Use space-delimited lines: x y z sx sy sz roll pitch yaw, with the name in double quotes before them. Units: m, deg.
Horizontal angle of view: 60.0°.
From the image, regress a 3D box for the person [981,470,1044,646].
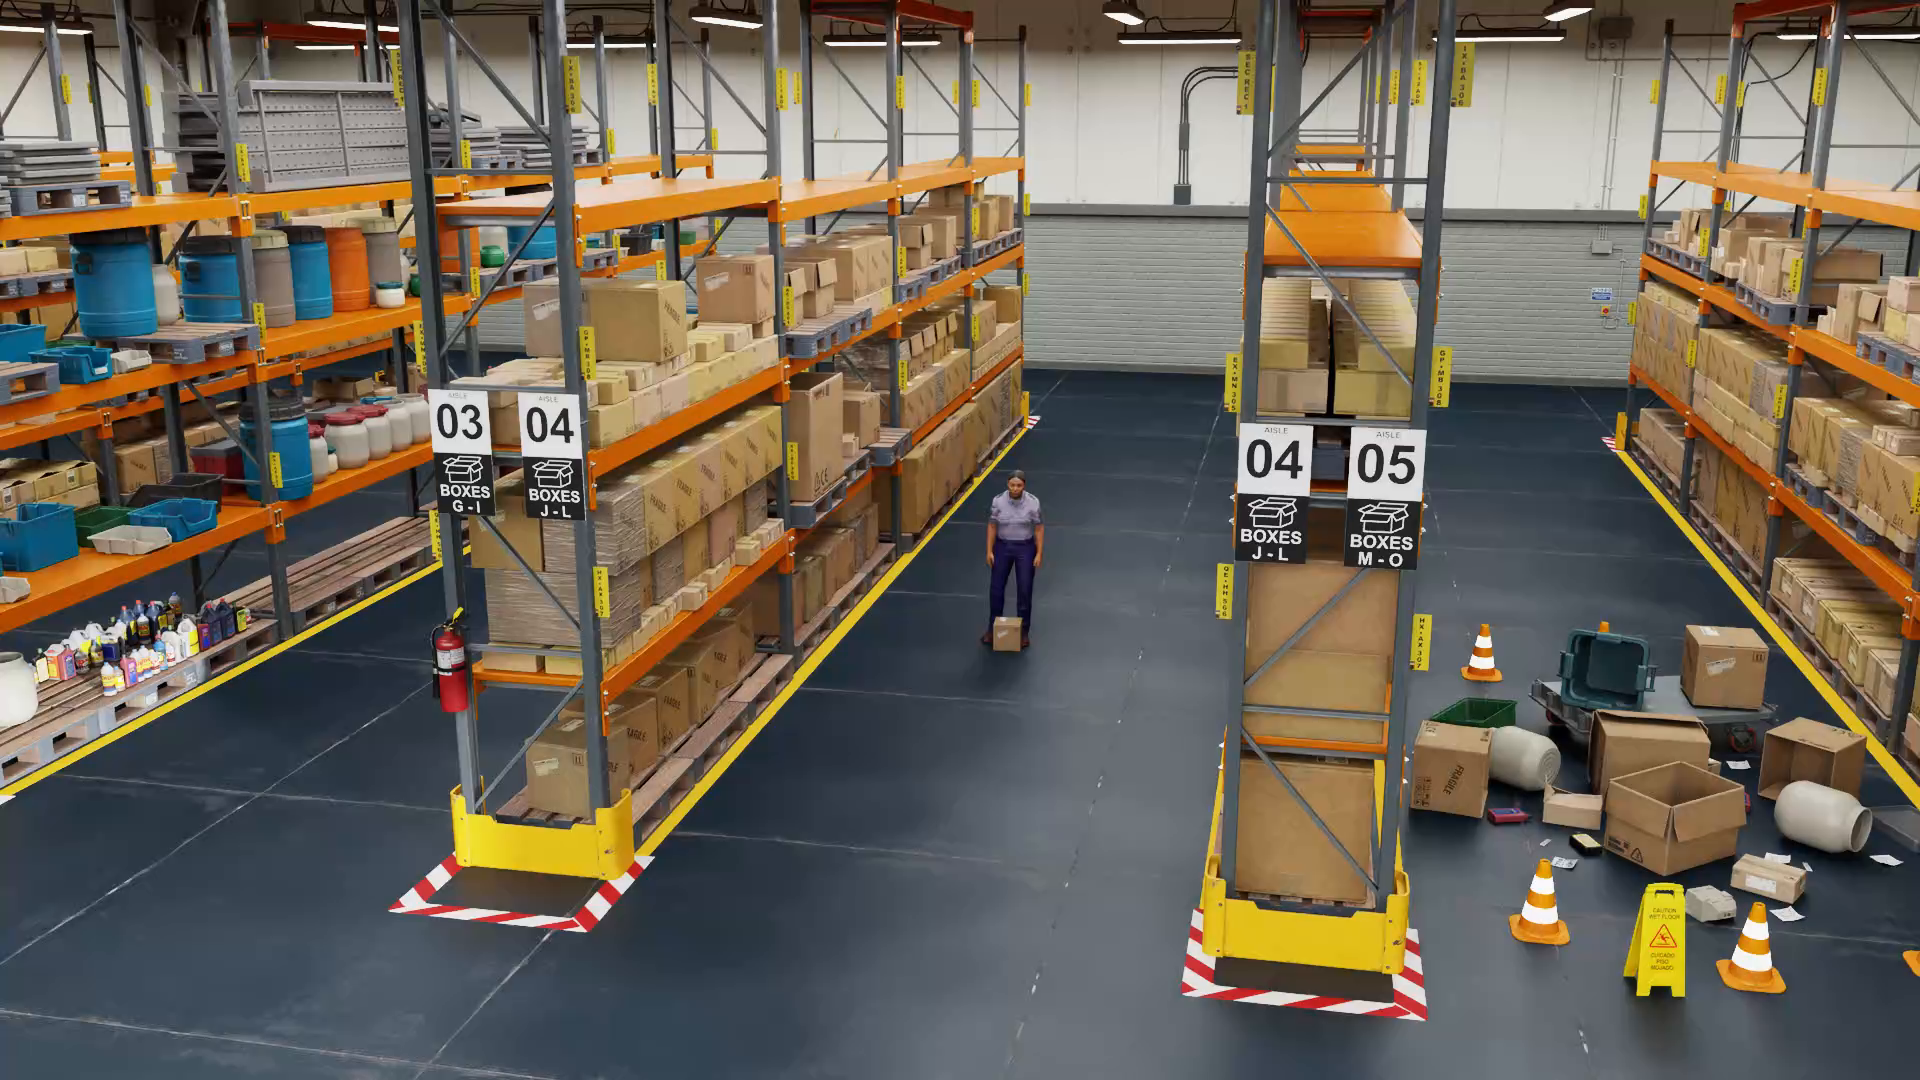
"person" 0.492 0.145 15.478 0.564 1.652 0.421 2 15 8
